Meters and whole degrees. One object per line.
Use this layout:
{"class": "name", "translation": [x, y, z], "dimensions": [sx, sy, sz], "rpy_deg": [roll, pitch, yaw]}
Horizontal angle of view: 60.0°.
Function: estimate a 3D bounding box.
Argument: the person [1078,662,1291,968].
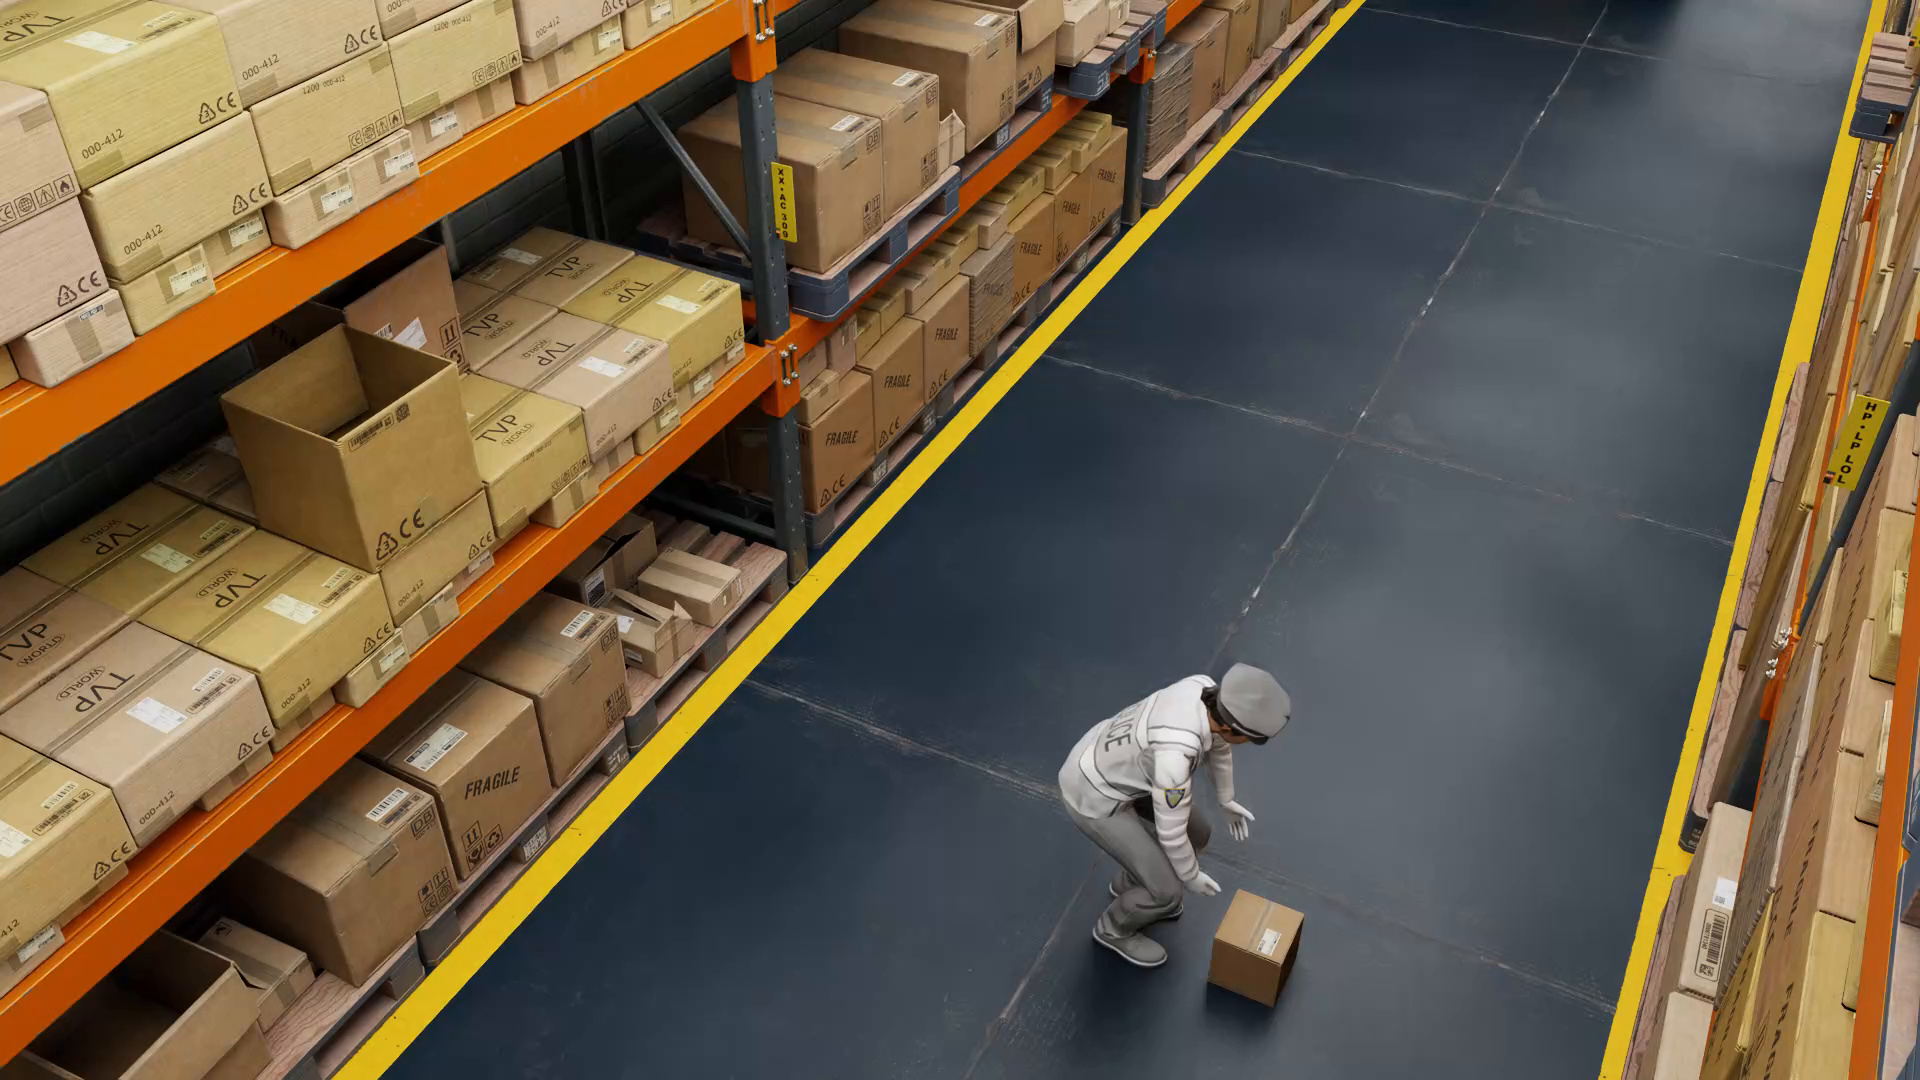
{"class": "person", "translation": [0.749, 0.932, 5.752], "dimensions": [0.656, 1.320, 0.391], "rpy_deg": [18, 42, 21]}
